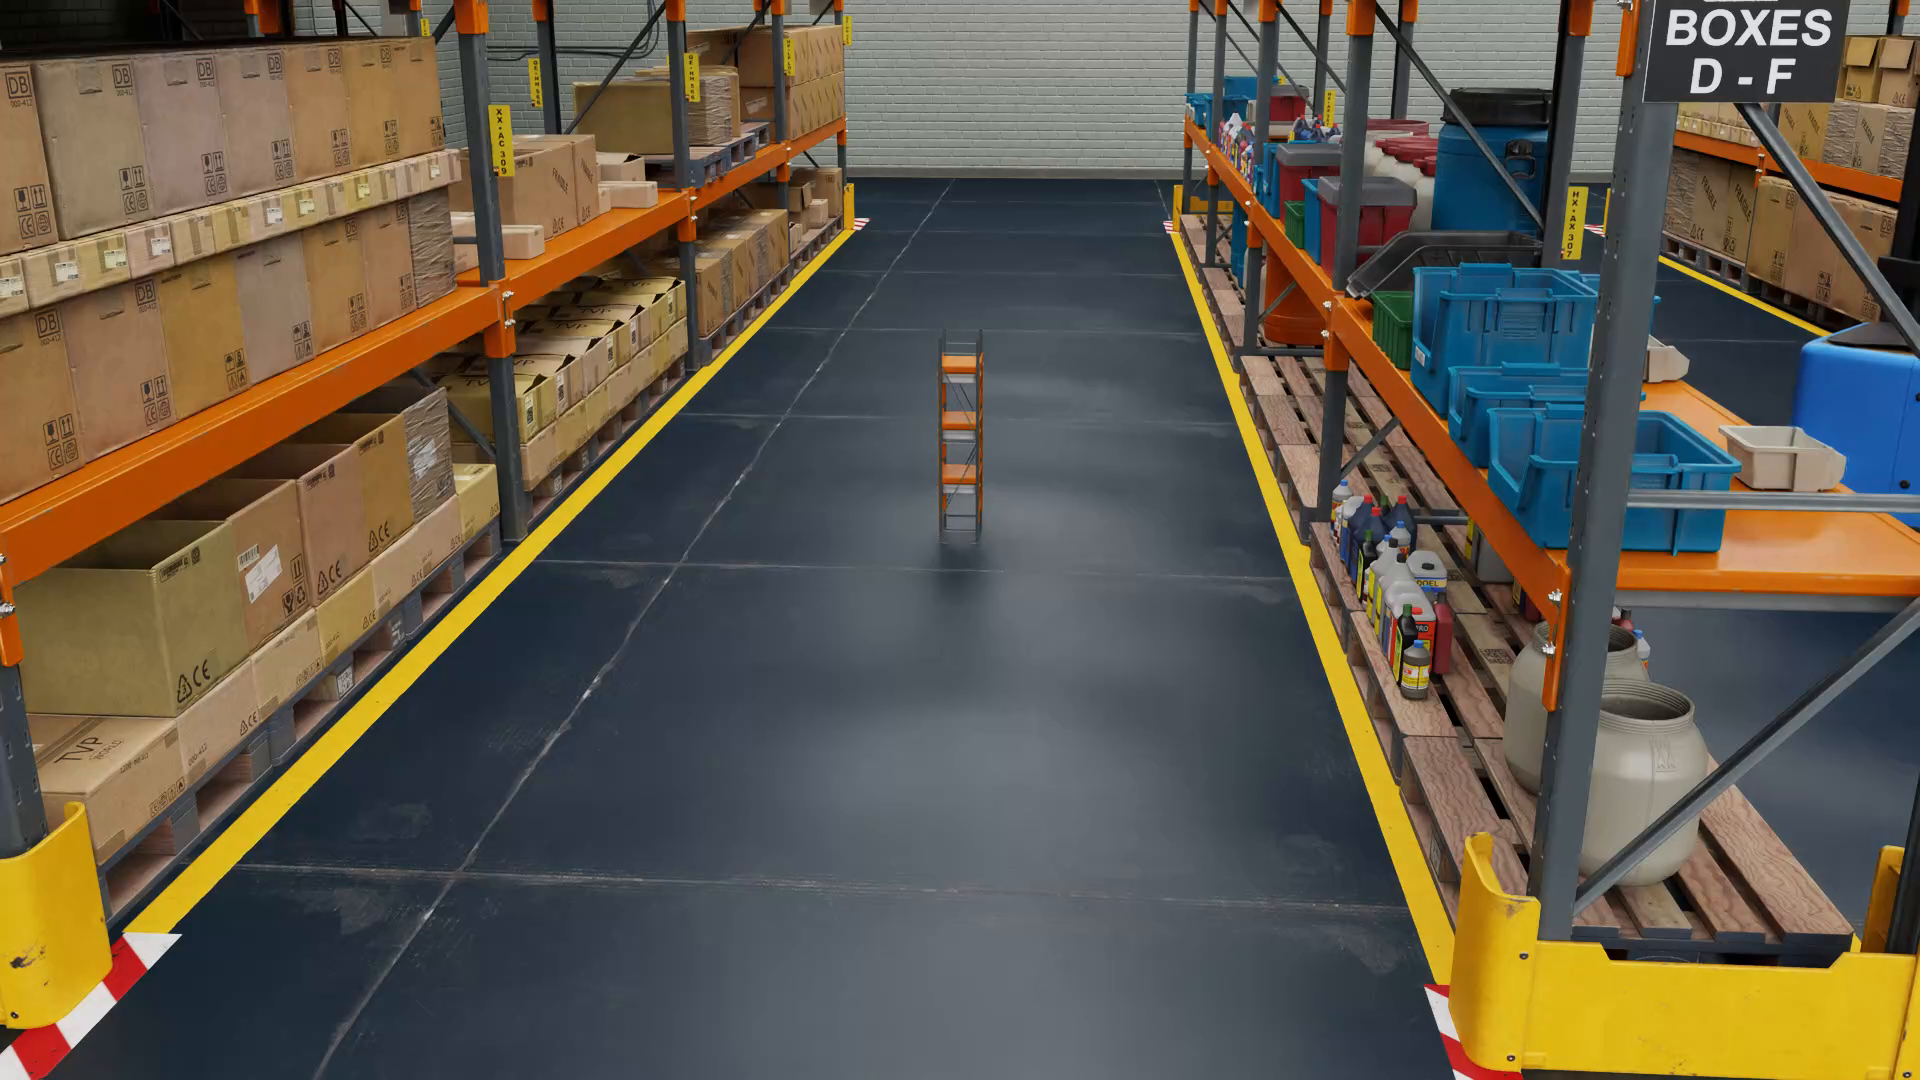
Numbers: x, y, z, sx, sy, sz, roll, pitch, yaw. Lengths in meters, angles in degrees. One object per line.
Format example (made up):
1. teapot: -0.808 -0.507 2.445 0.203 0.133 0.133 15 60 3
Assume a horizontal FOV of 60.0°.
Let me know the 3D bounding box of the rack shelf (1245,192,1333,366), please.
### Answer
1. rack shelf: 2.380 -1.603 9.652 1.077 0.370 4.000 1 18 4

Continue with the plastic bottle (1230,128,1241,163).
1. plastic bottle: 2.314 -3.254 13.736 0.152 0.276 0.135 1 18 4

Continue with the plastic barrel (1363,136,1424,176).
1. plastic barrel: 2.632 -2.164 10.030 0.421 0.512 0.421 0 18 0

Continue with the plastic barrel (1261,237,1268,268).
1. plastic barrel: 2.622 -2.122 13.281 0.600 0.588 0.708 1 18 4

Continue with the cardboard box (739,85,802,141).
1. cardboard box: -1.822 -4.119 16.017 0.500 0.500 0.500 2 18 5

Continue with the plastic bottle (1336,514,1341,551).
1. plastic bottle: 1.762 -0.050 7.547 0.097 0.201 0.097 0 18 0

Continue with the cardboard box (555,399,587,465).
1. cardboard box: -2.390 -0.606 9.198 0.500 0.250 0.500 2 18 5

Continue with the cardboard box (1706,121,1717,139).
1. cardboard box: 7.519 -4.000 16.216 0.380 0.149 0.250 2 18 5

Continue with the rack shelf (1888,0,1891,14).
1. rack shelf: 7.894 -5.402 16.430 1.077 0.370 4.000 1 18 4

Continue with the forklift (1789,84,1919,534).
1. forklift: 5.362 -1.509 8.321 3.031 2.935 1.130 -17 24 -41

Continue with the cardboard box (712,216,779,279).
1. cardboard box: -1.924 -2.628 14.934 0.500 0.500 0.500 1 18 4

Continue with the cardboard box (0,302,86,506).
1. cardboard box: -2.944 -0.385 4.620 0.700 0.500 0.500 1 18 4

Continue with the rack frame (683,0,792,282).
1. rack frame: -2.130 -3.920 15.568 1.000 3.000 0.127 1 18 4

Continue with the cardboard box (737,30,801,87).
1. cardboard box: -1.816 -4.582 15.824 0.500 0.500 0.500 2 18 5

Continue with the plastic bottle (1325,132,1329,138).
1. plastic bottle: 2.964 -3.157 13.446 0.097 0.271 0.097 0 18 0

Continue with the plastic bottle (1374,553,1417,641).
1. plastic bottle: 1.707 0.216 6.493 0.144 0.351 0.185 2 18 6

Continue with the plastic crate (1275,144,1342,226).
1. plastic crate: 2.102 -2.101 9.915 0.402 0.464 0.583 1 18 4

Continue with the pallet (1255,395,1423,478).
1. pallet: 2.339 -0.623 9.985 1.003 0.211 1.213 1 18 4

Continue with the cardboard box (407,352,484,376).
1. cardboard box: -2.930 -0.888 9.158 0.500 0.311 0.500 2 18 5

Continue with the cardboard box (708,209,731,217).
1. cardboard box: -2.408 -2.796 15.447 0.500 0.500 0.500 0 18 1

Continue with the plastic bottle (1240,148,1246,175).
1. plastic bottle: 2.219 -2.925 12.852 0.097 0.201 0.097 0 18 0

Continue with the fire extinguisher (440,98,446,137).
1. fire extinguisher: -6.314 -5.094 19.875 0.296 0.674 0.183 1 18 4

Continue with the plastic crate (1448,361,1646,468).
1. plastic crate: 1.739 -0.374 4.986 0.499 0.251 0.408 1 18 4

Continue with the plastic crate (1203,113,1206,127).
1. plastic crate: 2.635 -4.259 16.930 0.293 0.136 0.466 1 18 4

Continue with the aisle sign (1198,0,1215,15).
1. aisle sign: 2.806 -6.315 18.702 0.394 0.787 0.004 1 18 4

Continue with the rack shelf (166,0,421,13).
1. rack shelf: -6.928 -5.734 17.443 1.077 0.370 4.000 1 18 4

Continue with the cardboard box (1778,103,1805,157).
1. cardboard box: 7.468 -3.608 14.455 0.500 0.500 0.500 1 18 4

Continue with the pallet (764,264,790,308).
1. pallet: -2.151 -2.341 15.229 1.003 0.211 1.213 1 18 4

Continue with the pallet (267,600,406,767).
1. pallet: -2.888 0.516 6.509 1.003 0.211 1.213 1 18 4

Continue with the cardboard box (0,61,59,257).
1. cardboard box: -2.941 -1.018 4.468 0.700 0.500 0.500 1 18 4

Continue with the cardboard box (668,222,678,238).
1. cardboard box: -2.515 -2.686 13.907 0.500 0.250 0.500 1 18 3

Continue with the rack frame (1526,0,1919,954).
1. rack frame: 1.950 -0.081 3.853 1.000 3.000 0.127 1 18 4

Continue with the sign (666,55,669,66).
1. sign: -2.672 -4.341 15.463 0.100 0.325 0.005 1 18 4

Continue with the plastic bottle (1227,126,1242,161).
1. plastic bottle: 2.330 -3.326 13.956 0.152 0.276 0.135 1 18 4

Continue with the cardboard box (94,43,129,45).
1. cardboard box: -7.395 -4.284 14.806 0.500 0.250 0.500 1 18 5

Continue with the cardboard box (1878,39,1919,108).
1. cardboard box: 7.623 -3.617 12.872 0.797 0.503 0.637 2 18 6

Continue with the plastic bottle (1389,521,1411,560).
1. plastic bottle: 1.875 0.053 7.118 0.097 0.271 0.097 0 18 0

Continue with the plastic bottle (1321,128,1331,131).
1. plastic bottle: 3.032 -3.308 13.899 0.152 0.276 0.135 1 18 4

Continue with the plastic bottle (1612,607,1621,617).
1. plastic bottle: 2.415 0.344 6.232 0.097 0.271 0.097 0 18 0

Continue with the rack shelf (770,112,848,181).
1. rack shelf: -1.987 -4.199 17.576 1.077 0.370 4.000 1 18 4

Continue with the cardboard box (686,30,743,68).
1. cardboard box: -2.352 -4.605 15.894 0.500 0.500 0.500 1 18 4

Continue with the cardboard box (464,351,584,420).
1. cardboard box: -2.385 -0.873 9.110 0.500 0.311 0.500 1 18 3

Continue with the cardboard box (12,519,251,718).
1. cardboard box: -2.696 0.241 5.407 0.500 0.500 0.500 1 18 4

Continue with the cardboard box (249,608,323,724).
1. cardboard box: -2.662 0.442 5.998 0.500 0.250 0.500 1 18 4

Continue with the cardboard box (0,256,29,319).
1. cardboard box: -2.748 -0.666 4.435 0.380 0.149 0.250 1 18 4

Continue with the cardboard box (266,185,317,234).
1. cardboard box: -2.618 -1.225 6.141 0.380 0.149 0.250 2 18 6

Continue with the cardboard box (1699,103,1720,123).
1. cardboard box: 7.591 -4.230 16.278 0.500 0.250 0.500 2 18 5

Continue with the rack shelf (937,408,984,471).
1. rack shelf: 0.004 -0.505 8.314 0.215 0.259 0.240 1 18 4

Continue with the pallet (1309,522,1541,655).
1. pallet: 2.147 0.209 7.445 1.003 0.211 1.213 1 18 4

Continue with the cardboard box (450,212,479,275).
1. cardboard box: -2.712 -1.518 8.478 0.500 0.250 0.500 2 18 7

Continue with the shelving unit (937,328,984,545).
1. shelving unit: 0.004 -0.516 8.310 0.215 1.050 0.252 1 18 4

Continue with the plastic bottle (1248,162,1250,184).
1. plastic bottle: 2.170 -2.714 12.206 0.097 0.201 0.097 0 18 0

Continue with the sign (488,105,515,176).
1. sign: -2.150 -1.872 7.802 0.100 0.325 0.005 1 18 4

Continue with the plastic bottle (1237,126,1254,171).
1. plastic bottle: 2.262 -3.081 13.087 0.144 0.351 0.185 1 18 4

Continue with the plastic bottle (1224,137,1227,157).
1. plastic bottle: 2.328 -3.399 14.298 0.097 0.201 0.097 0 18 0
